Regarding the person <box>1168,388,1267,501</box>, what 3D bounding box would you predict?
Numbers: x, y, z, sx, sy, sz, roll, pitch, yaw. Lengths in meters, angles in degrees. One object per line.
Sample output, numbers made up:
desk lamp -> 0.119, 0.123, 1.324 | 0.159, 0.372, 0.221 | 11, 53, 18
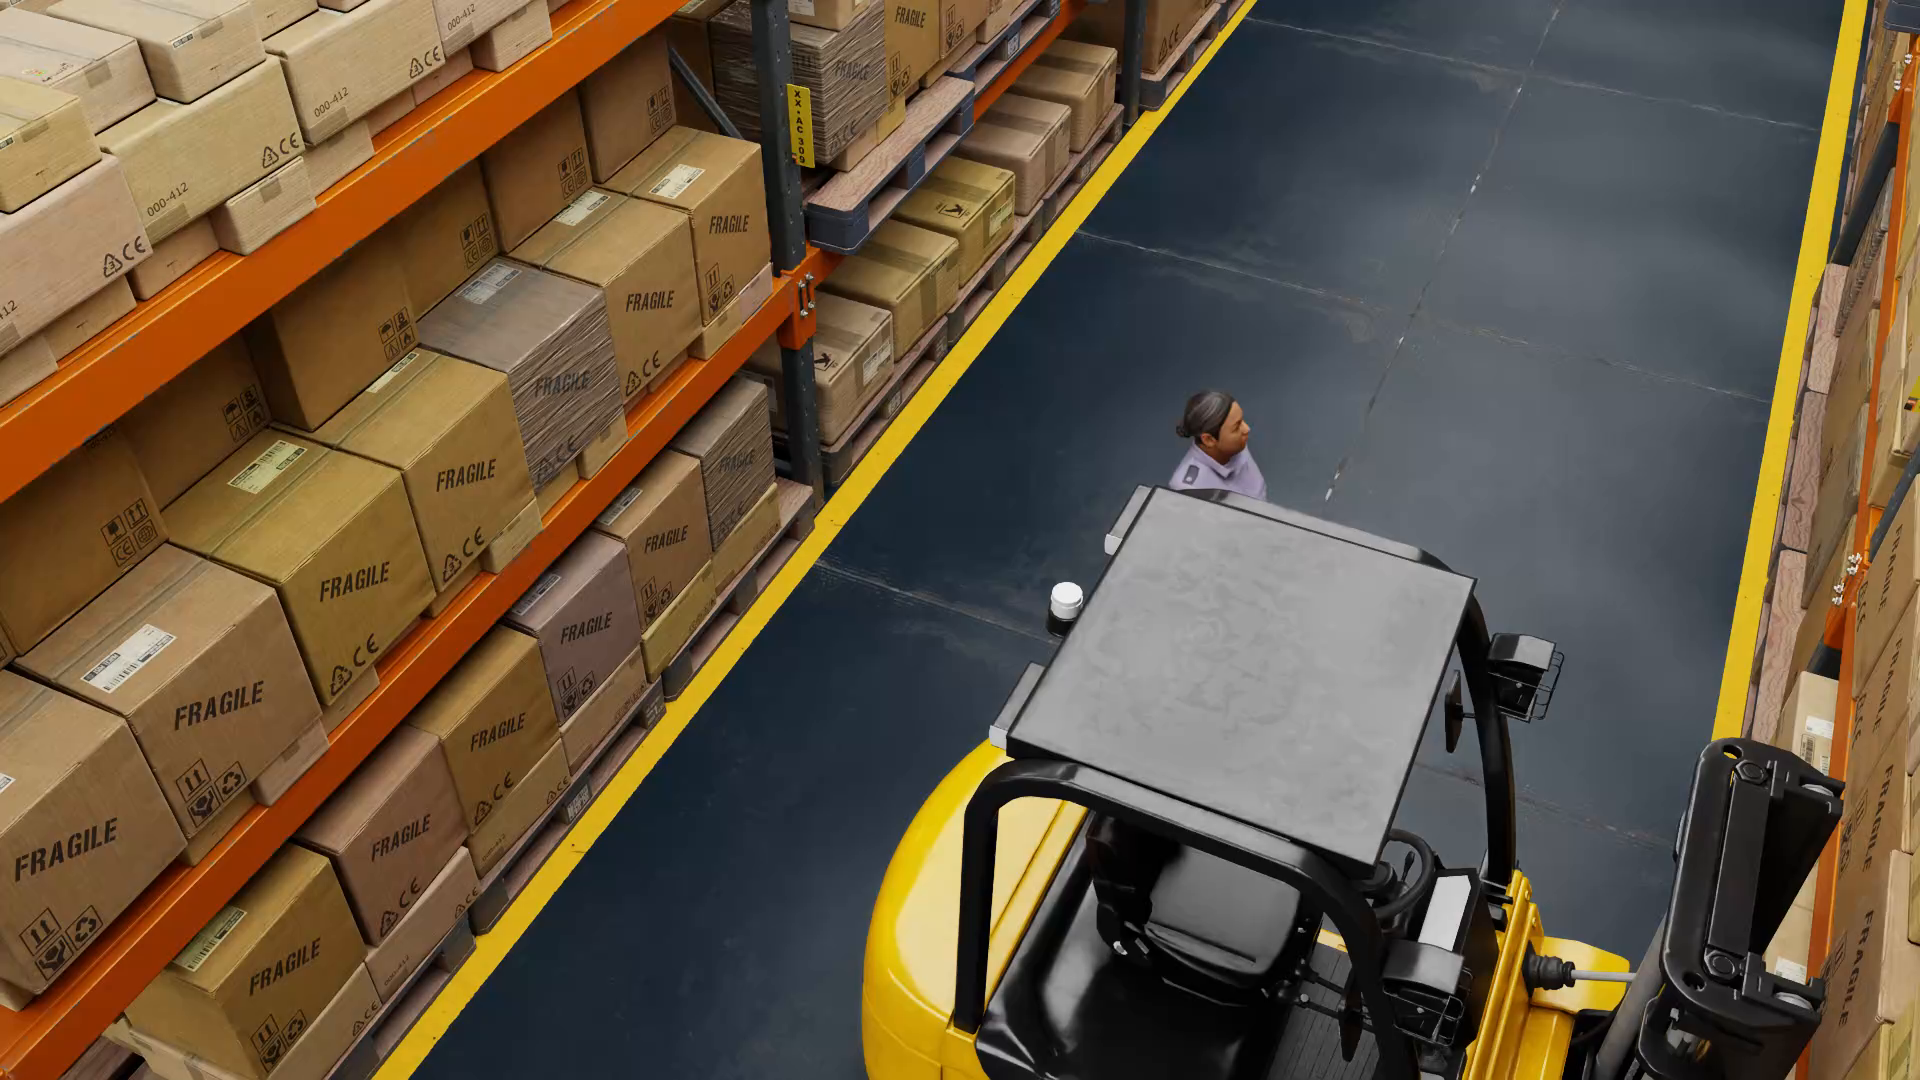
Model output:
person -> 0.968, 0.167, 5.995 | 0.516, 1.634, 0.452 | 18, 45, 18
